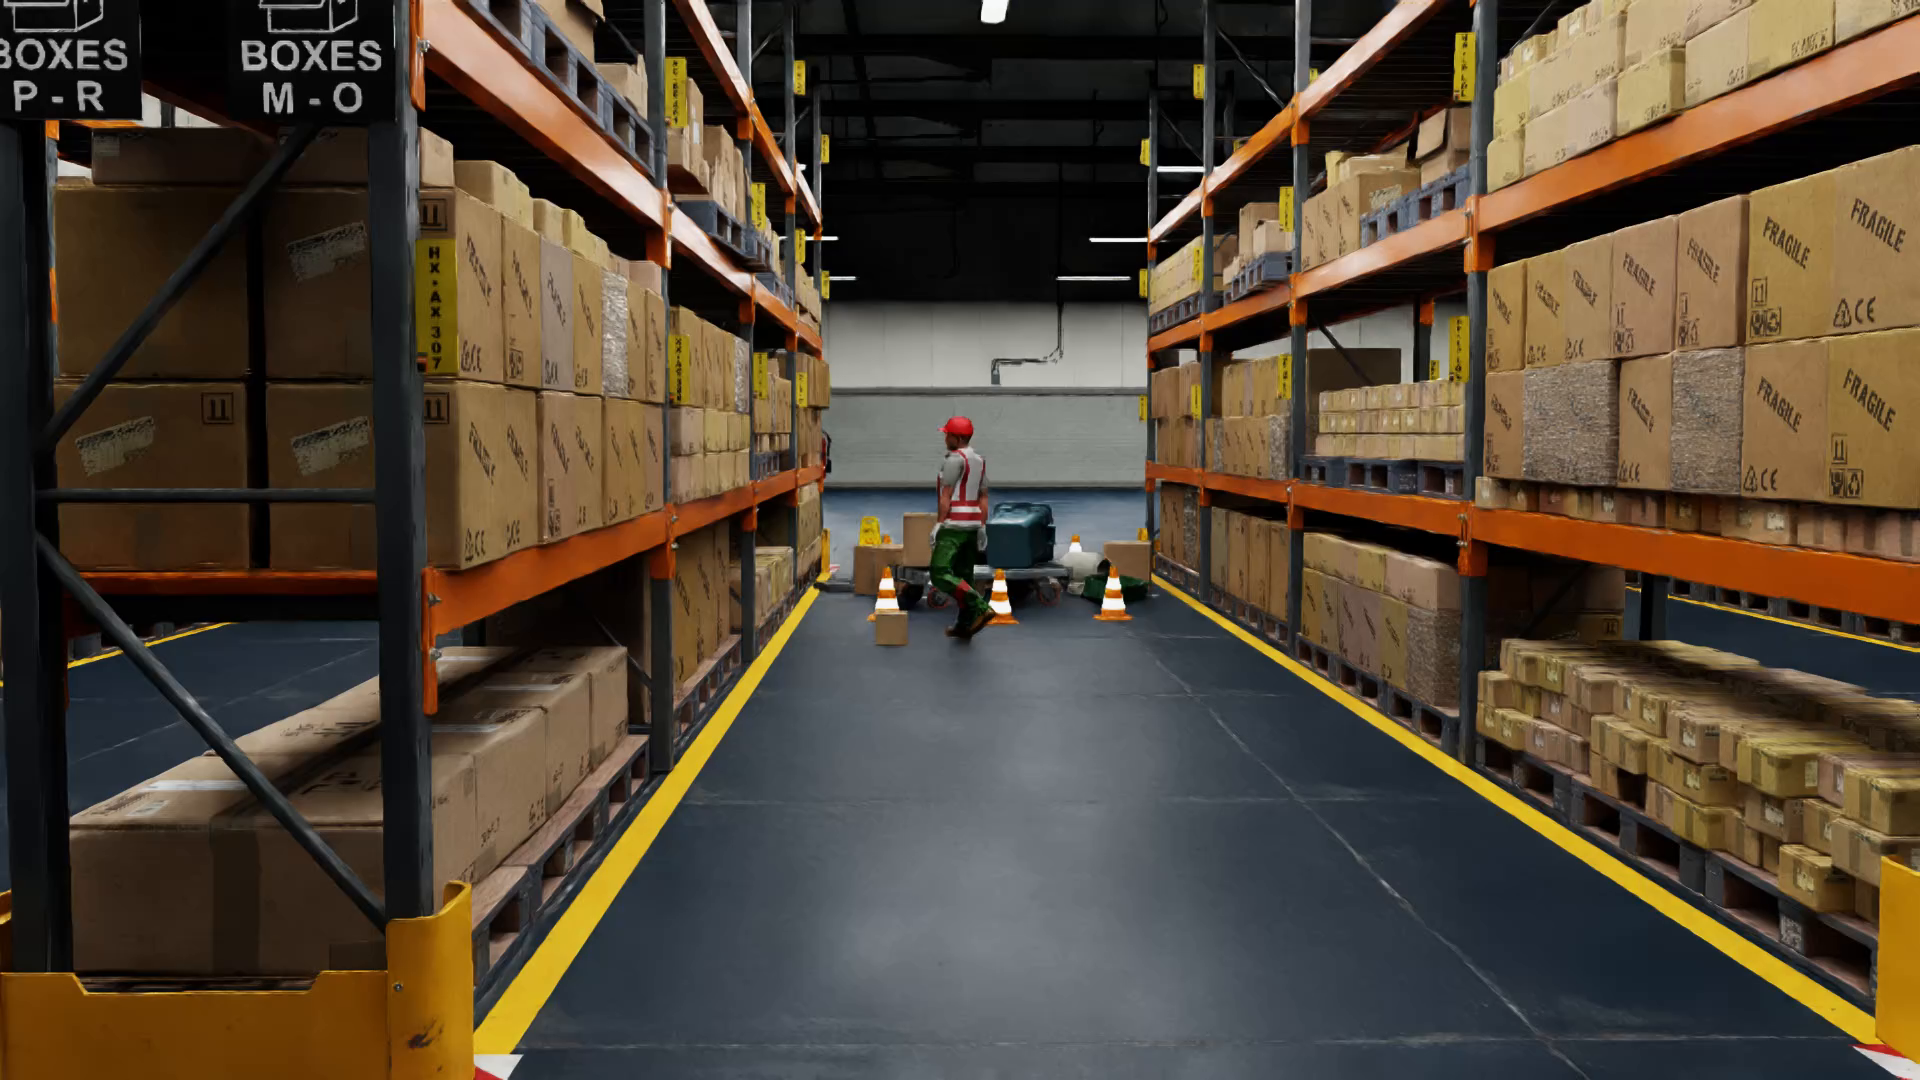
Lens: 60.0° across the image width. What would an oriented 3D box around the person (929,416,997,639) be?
[{"bbox_3d":[0.045,-0.088,13.115,0.656,1.783,0.649,2,4,26],"label":"person"}]
